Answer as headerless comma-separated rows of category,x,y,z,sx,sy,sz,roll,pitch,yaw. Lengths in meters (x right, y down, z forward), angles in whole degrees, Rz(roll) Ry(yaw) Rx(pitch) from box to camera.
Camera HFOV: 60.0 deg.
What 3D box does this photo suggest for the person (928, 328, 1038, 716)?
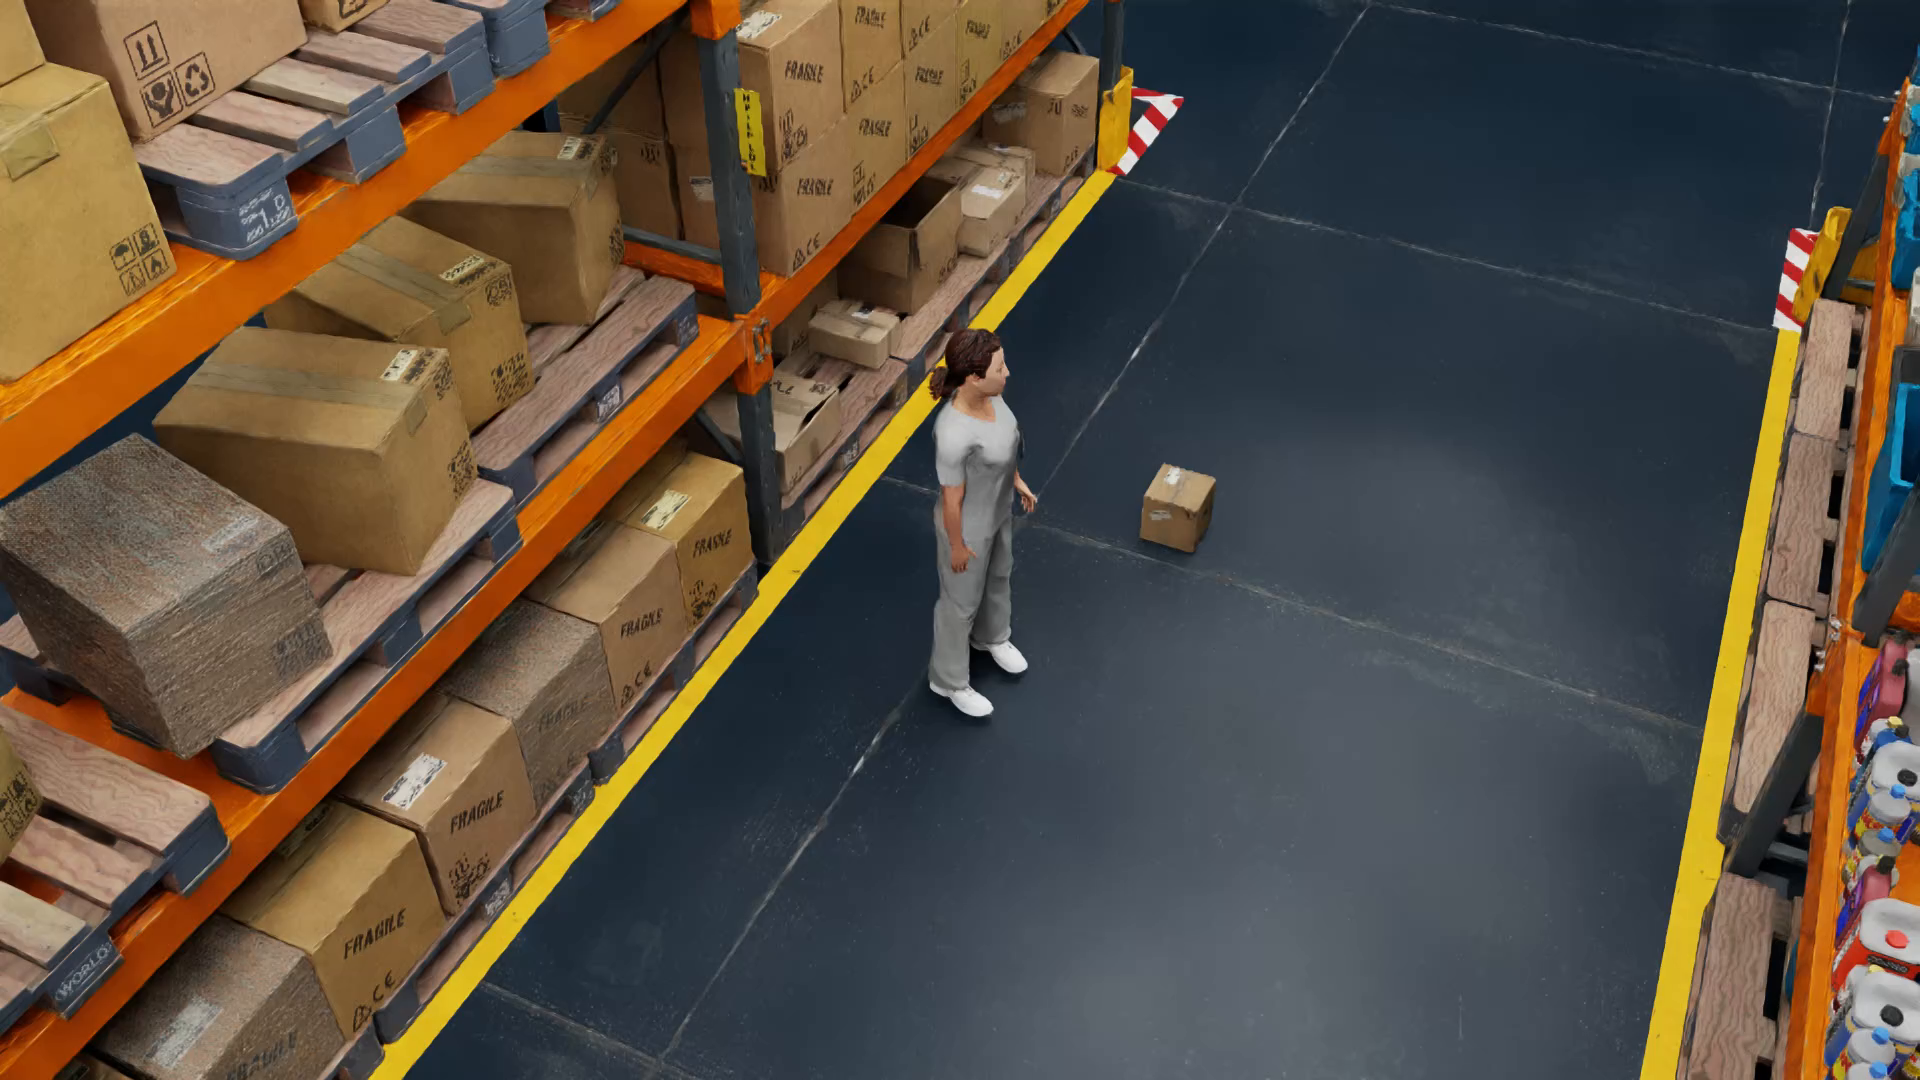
person,0.072,-0.083,6.220,0.378,1.679,0.480,15,44,16
